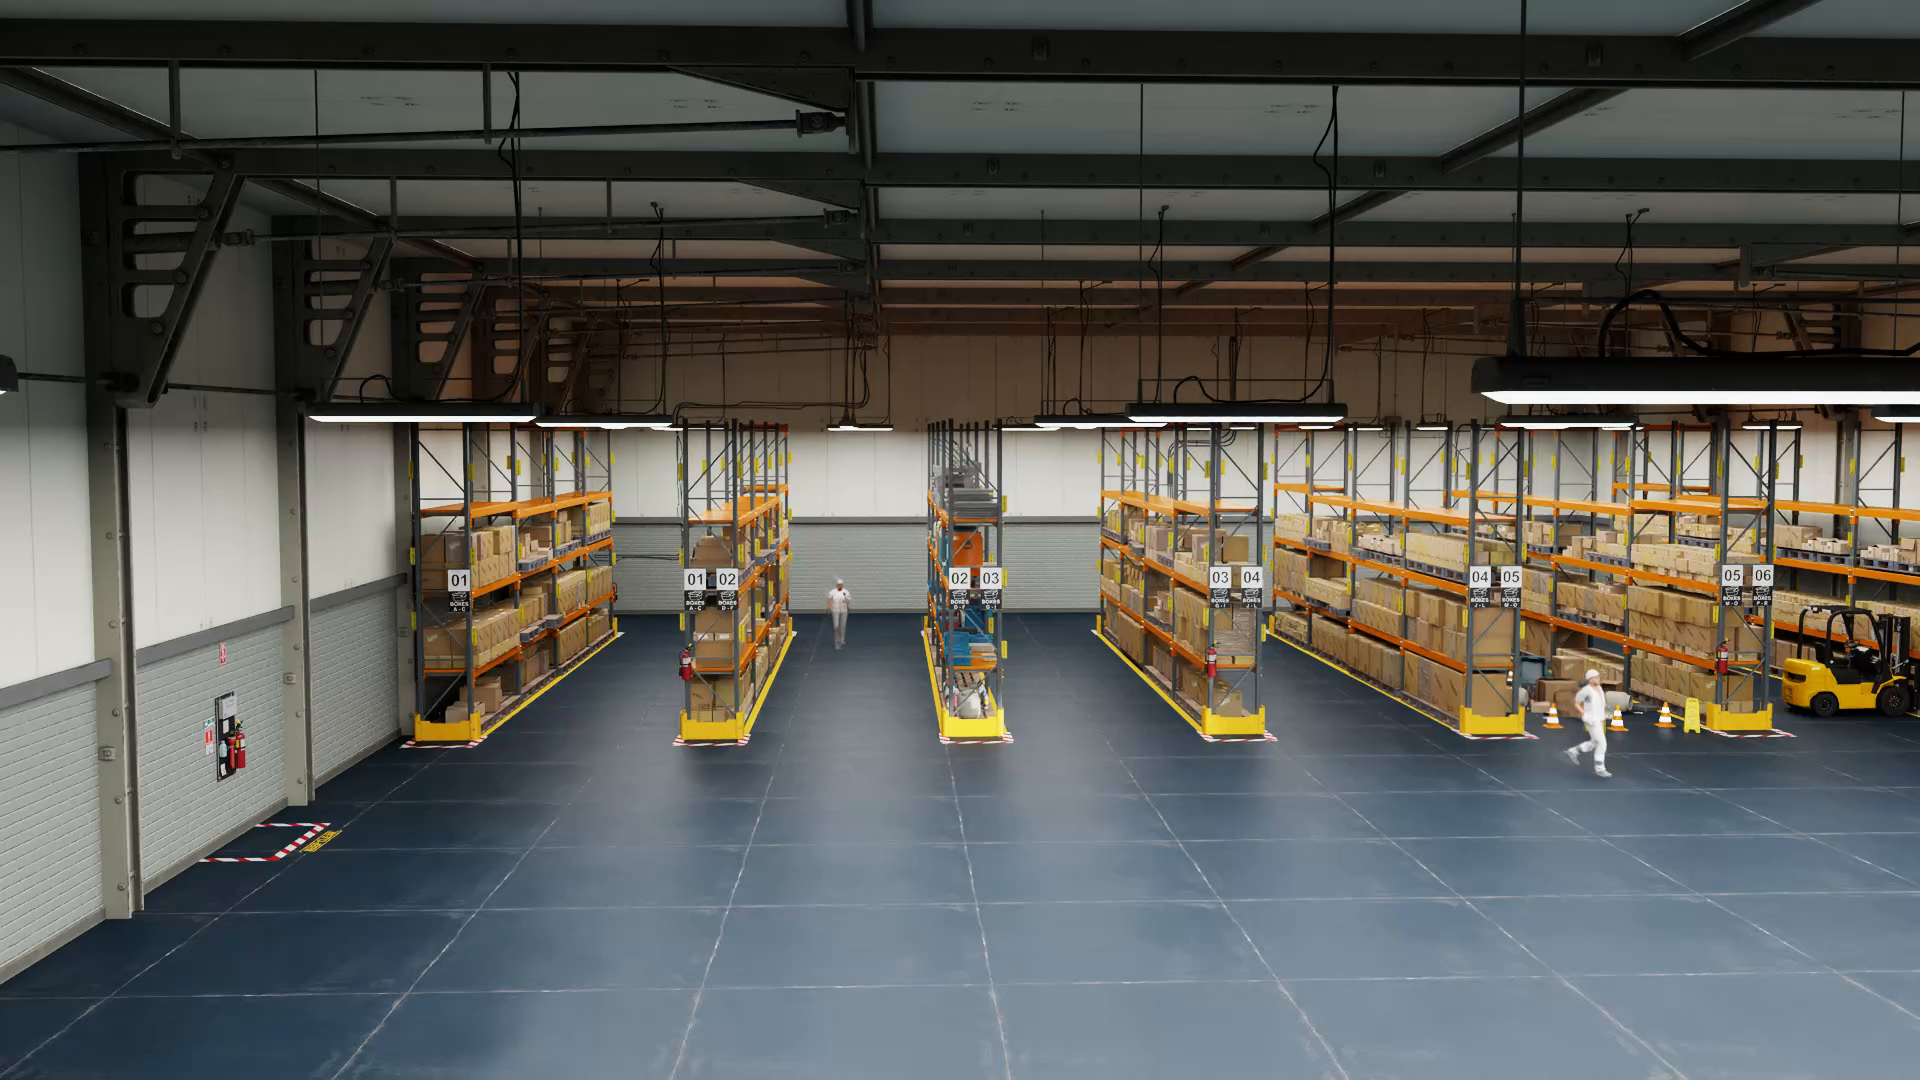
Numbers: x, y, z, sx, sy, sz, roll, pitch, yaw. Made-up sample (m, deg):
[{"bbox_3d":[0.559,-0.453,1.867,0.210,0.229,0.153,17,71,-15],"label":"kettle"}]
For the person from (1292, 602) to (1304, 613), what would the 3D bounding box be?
[{"bbox_3d":[10.083,1.729,49.035,0.930,1.711,0.735,1,4,18],"label":"person"}]

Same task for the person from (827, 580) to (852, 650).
[{"bbox_3d":[-3.065,1.888,42.440,0.582,1.751,0.735,-1,4,-12],"label":"person"}]

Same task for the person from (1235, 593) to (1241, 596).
[{"bbox_3d":[7.756,1.897,45.933,0.691,1.814,0.771,0,4,-1],"label":"person"}]

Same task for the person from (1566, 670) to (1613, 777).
[{"bbox_3d":[10.604,3.055,27.949,0.646,1.779,0.816,-3,5,-42],"label":"person"}]
